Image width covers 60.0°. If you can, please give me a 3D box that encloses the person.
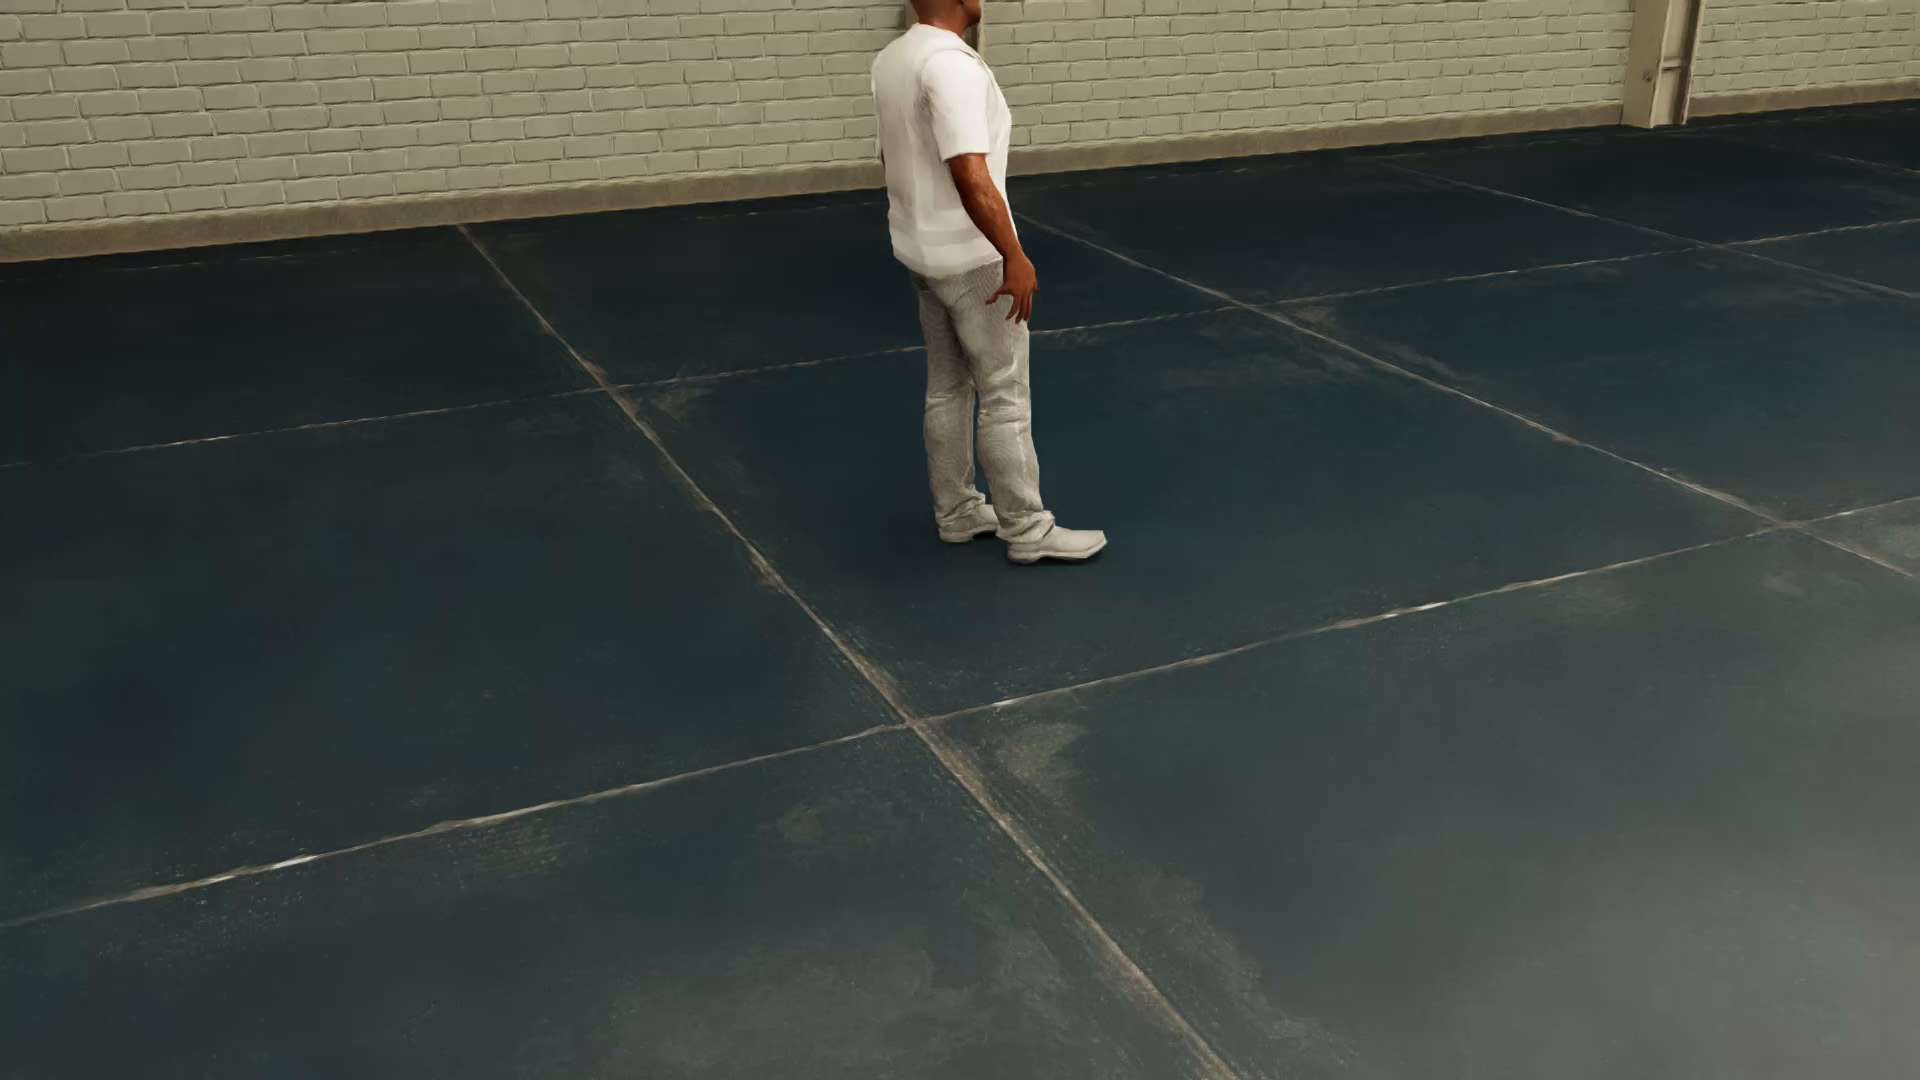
[{"bbox_3d":[0.065,-0.831,4.788,0.576,1.766,0.665,-10,25,-23],"label":"person"}]
